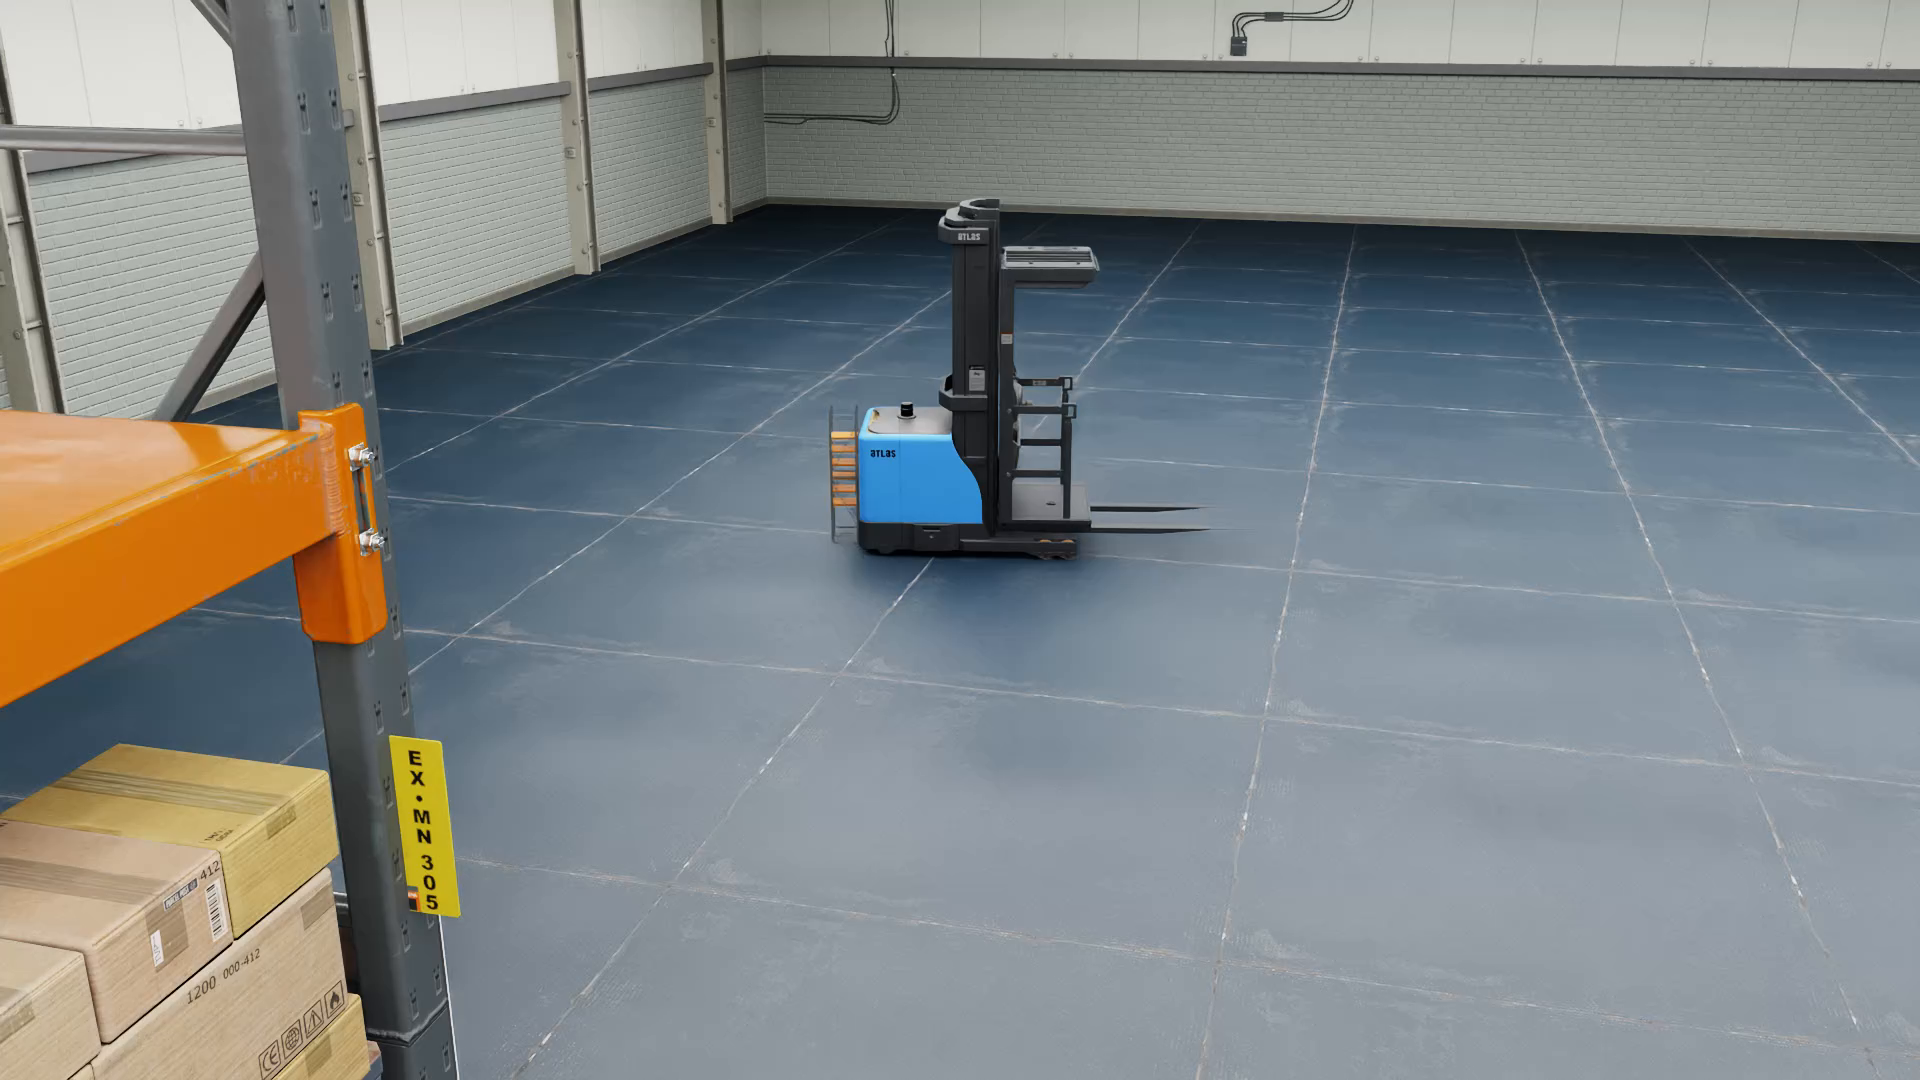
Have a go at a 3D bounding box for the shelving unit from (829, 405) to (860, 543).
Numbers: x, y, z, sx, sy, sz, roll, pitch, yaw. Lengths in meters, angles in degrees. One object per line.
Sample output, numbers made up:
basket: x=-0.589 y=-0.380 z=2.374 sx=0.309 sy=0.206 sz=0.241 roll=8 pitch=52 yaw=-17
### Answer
shelving unit: x=-1.004 y=-0.572 z=14.505 sx=0.258 sy=1.200 sz=0.189 roll=0 pitch=19 yaw=0

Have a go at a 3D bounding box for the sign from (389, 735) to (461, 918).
sign: x=-0.891 y=0.478 z=2.761 sx=0.100 sy=0.325 sz=0.005 roll=5 pitch=19 yaw=13

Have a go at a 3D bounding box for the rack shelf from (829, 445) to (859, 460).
rack shelf: x=-1.004 y=-0.757 z=14.442 sx=0.258 sy=0.103 sz=0.180 roll=0 pitch=19 yaw=0

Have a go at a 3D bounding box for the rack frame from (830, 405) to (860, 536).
rack frame: x=-1.003 y=-0.601 z=14.591 sx=0.240 sy=1.200 sz=0.006 roll=0 pitch=19 yaw=0

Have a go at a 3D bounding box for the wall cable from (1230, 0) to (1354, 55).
wall cable: x=6.437 y=-12.287 z=31.477 sx=2.305 sy=6.003 sz=0.169 roll=5 pitch=19 yaw=13

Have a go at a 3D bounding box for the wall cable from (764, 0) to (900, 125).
wall cable: x=-2.765 y=-9.963 z=34.739 sx=3.097 sy=2.526 sz=0.112 roll=5 pitch=19 yaw=13

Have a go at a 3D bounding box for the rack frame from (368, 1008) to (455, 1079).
rack frame: x=-1.414 y=2.231 z=3.514 sx=1.000 sy=3.000 sz=0.127 roll=5 pitch=19 yaw=13

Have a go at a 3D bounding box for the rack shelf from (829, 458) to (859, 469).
rack shelf: x=-1.004 y=-0.643 z=14.480 sx=0.258 sy=0.103 sz=0.180 roll=0 pitch=19 yaw=0

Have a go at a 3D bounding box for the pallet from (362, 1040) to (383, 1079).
pallet: x=-1.585 y=1.087 z=2.360 sx=1.003 sy=0.211 sz=1.213 roll=5 pitch=19 yaw=13

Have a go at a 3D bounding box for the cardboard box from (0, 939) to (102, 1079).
cardboard box: x=-1.292 y=0.598 z=2.005 sx=0.380 sy=0.149 sz=0.250 roll=5 pitch=19 yaw=14

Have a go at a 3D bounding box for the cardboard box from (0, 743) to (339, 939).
cardboard box: x=-1.167 y=0.440 z=2.469 sx=0.380 sy=0.149 sz=0.250 roll=5 pitch=19 yaw=14

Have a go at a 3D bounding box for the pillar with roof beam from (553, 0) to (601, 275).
pillar with roof beam: x=-2.058 y=-8.393 z=25.338 sx=9.100 sy=9.000 sz=0.400 roll=5 pitch=19 yaw=13

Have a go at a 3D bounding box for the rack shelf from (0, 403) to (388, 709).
rack shelf: x=-1.902 y=0.549 z=0.890 sx=1.077 sy=0.370 sz=4.000 roll=5 pitch=19 yaw=13

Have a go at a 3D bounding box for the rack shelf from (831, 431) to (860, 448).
rack shelf: x=-1.004 y=-0.870 z=14.403 sx=0.258 sy=0.103 sz=0.180 roll=0 pitch=19 yaw=0

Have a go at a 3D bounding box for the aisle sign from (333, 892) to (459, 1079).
aisle sign: x=-1.105 y=1.003 z=3.090 sx=0.394 sy=0.787 sz=0.004 roll=5 pitch=19 yaw=13

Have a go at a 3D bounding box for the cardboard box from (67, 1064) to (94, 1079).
cardboard box: x=-1.385 y=0.828 z=1.949 sx=0.500 sy=0.250 sz=0.500 roll=5 pitch=19 yaw=13

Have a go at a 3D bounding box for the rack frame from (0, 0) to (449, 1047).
rack frame: x=-1.414 y=-0.608 z=2.544 sx=1.000 sy=3.000 sz=0.127 roll=5 pitch=19 yaw=13

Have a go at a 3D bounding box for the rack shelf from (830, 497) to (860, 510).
rack shelf: x=-1.004 y=-0.302 z=14.597 sx=0.258 sy=0.103 sz=0.180 roll=0 pitch=19 yaw=0

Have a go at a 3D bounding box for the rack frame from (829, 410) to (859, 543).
rack frame: x=-1.005 y=-0.542 z=14.418 sx=0.240 sy=1.200 sz=0.006 roll=0 pitch=19 yaw=0

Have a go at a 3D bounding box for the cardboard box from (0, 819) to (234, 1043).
cardboard box: x=-1.229 y=0.518 z=2.241 sx=0.380 sy=0.149 sz=0.250 roll=5 pitch=19 yaw=14

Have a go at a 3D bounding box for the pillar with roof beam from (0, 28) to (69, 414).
pillar with roof beam: x=-4.990 y=-4.632 z=14.326 sx=9.100 sy=9.000 sz=0.400 roll=5 pitch=19 yaw=13

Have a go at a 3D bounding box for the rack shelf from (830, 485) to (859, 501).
rack shelf: x=-1.004 y=-0.416 z=14.558 sx=0.258 sy=0.103 sz=0.180 roll=0 pitch=19 yaw=0

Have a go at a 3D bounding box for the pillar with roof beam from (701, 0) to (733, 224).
pillar with roof beam: x=-0.592 y=-10.274 z=30.844 sx=9.100 sy=9.000 sz=0.400 roll=5 pitch=19 yaw=13

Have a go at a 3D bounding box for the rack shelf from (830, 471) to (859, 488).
rack shelf: x=-1.004 y=-0.530 z=14.519 sx=0.258 sy=0.103 sz=0.180 roll=0 pitch=19 yaw=0

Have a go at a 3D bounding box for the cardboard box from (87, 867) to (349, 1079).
cardboard box: x=-1.262 y=0.672 z=2.408 sx=0.500 sy=0.250 sz=0.500 roll=5 pitch=19 yaw=14

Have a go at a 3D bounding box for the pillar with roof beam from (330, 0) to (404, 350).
pillar with roof beam: x=-3.524 y=-6.512 z=19.832 sx=9.100 sy=9.000 sz=0.400 roll=5 pitch=19 yaw=13

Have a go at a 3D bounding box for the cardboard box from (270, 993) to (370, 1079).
cardboard box: x=-1.166 y=0.816 z=2.602 sx=0.380 sy=0.149 sz=0.250 roll=5 pitch=19 yaw=13

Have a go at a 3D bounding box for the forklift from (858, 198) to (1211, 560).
forklift: x=0.656 y=-1.396 z=14.239 sx=3.031 sy=2.935 sz=1.130 roll=1 pitch=19 yaw=2
